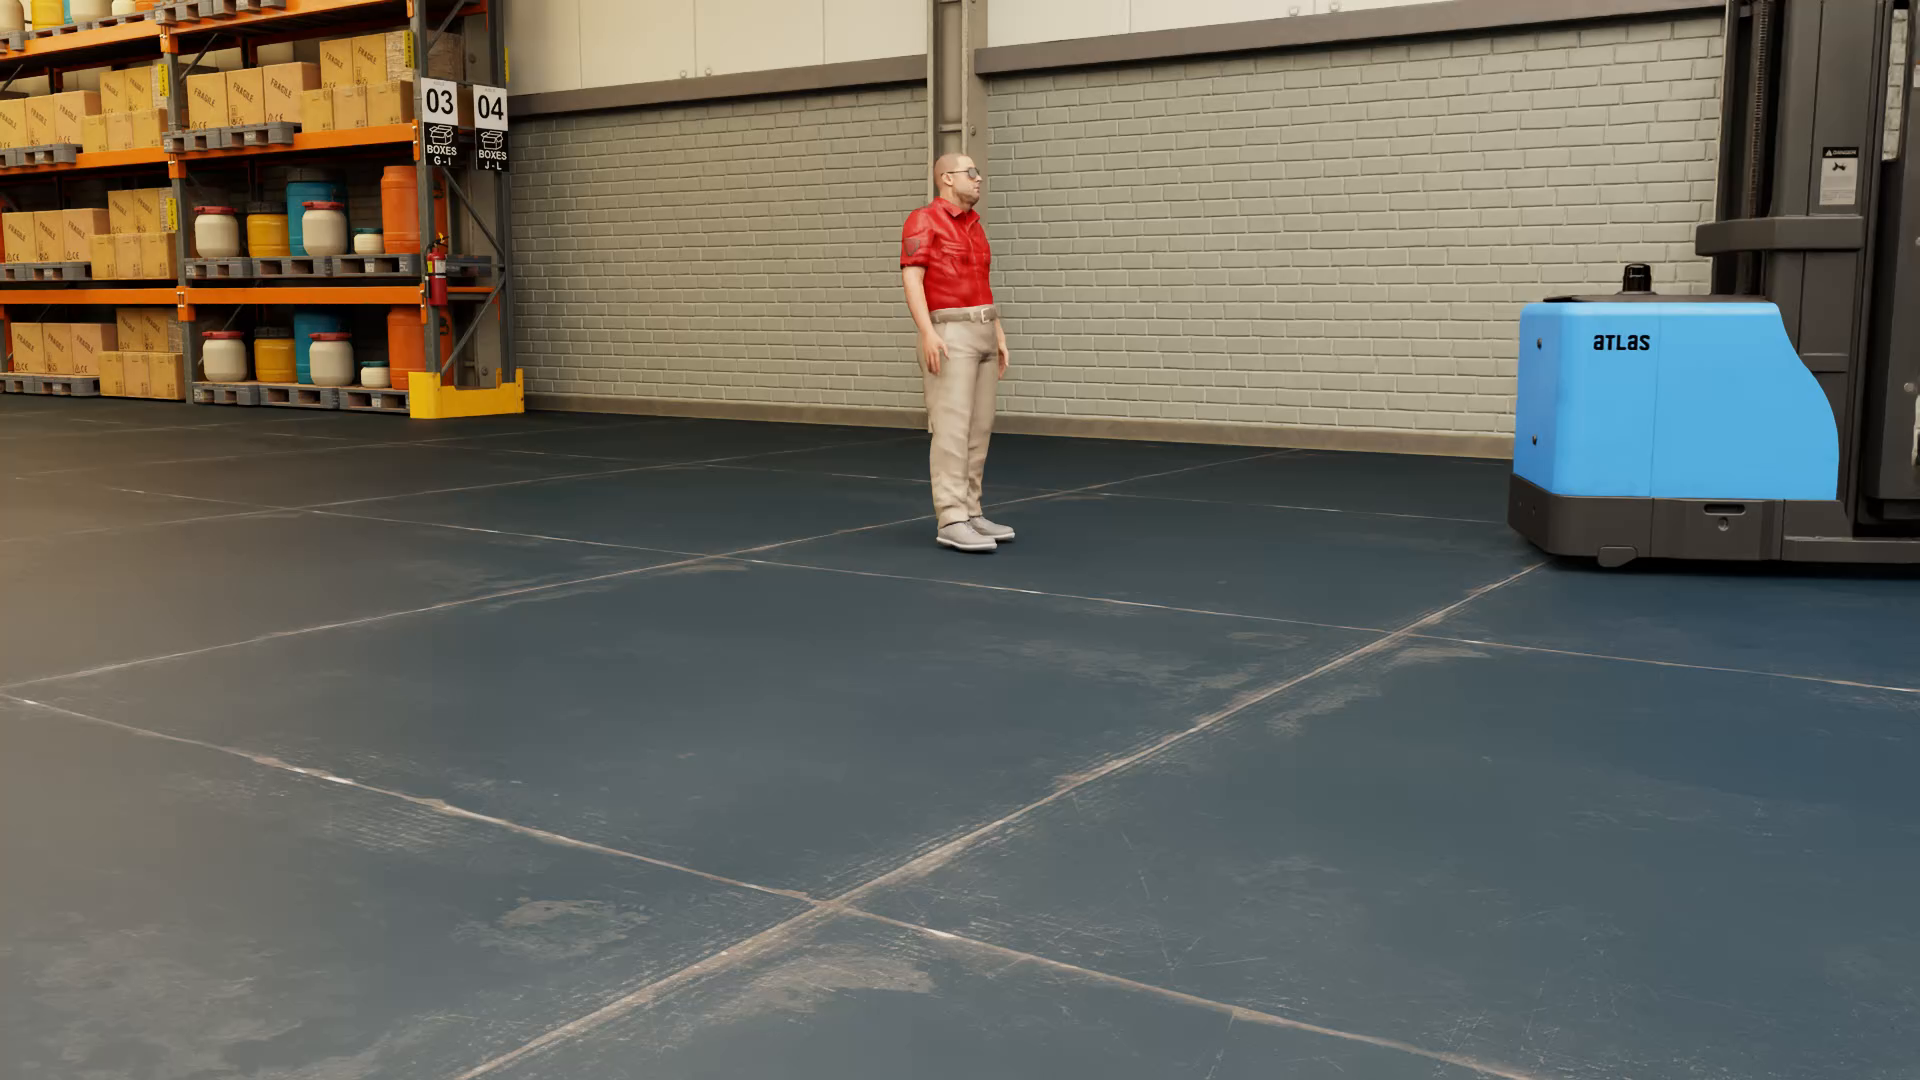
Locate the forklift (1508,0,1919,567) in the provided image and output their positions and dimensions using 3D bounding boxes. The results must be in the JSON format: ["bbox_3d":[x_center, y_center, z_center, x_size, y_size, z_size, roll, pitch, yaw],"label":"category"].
[{"bbox_3d":[3.937,-1.360,6.758,3.031,2.935,1.130,1,8,8],"label":"forklift"}]

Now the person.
[{"bbox_3d":[0.068,-0.856,7.421,0.550,1.727,0.641,5,10,34],"label":"person"}]
